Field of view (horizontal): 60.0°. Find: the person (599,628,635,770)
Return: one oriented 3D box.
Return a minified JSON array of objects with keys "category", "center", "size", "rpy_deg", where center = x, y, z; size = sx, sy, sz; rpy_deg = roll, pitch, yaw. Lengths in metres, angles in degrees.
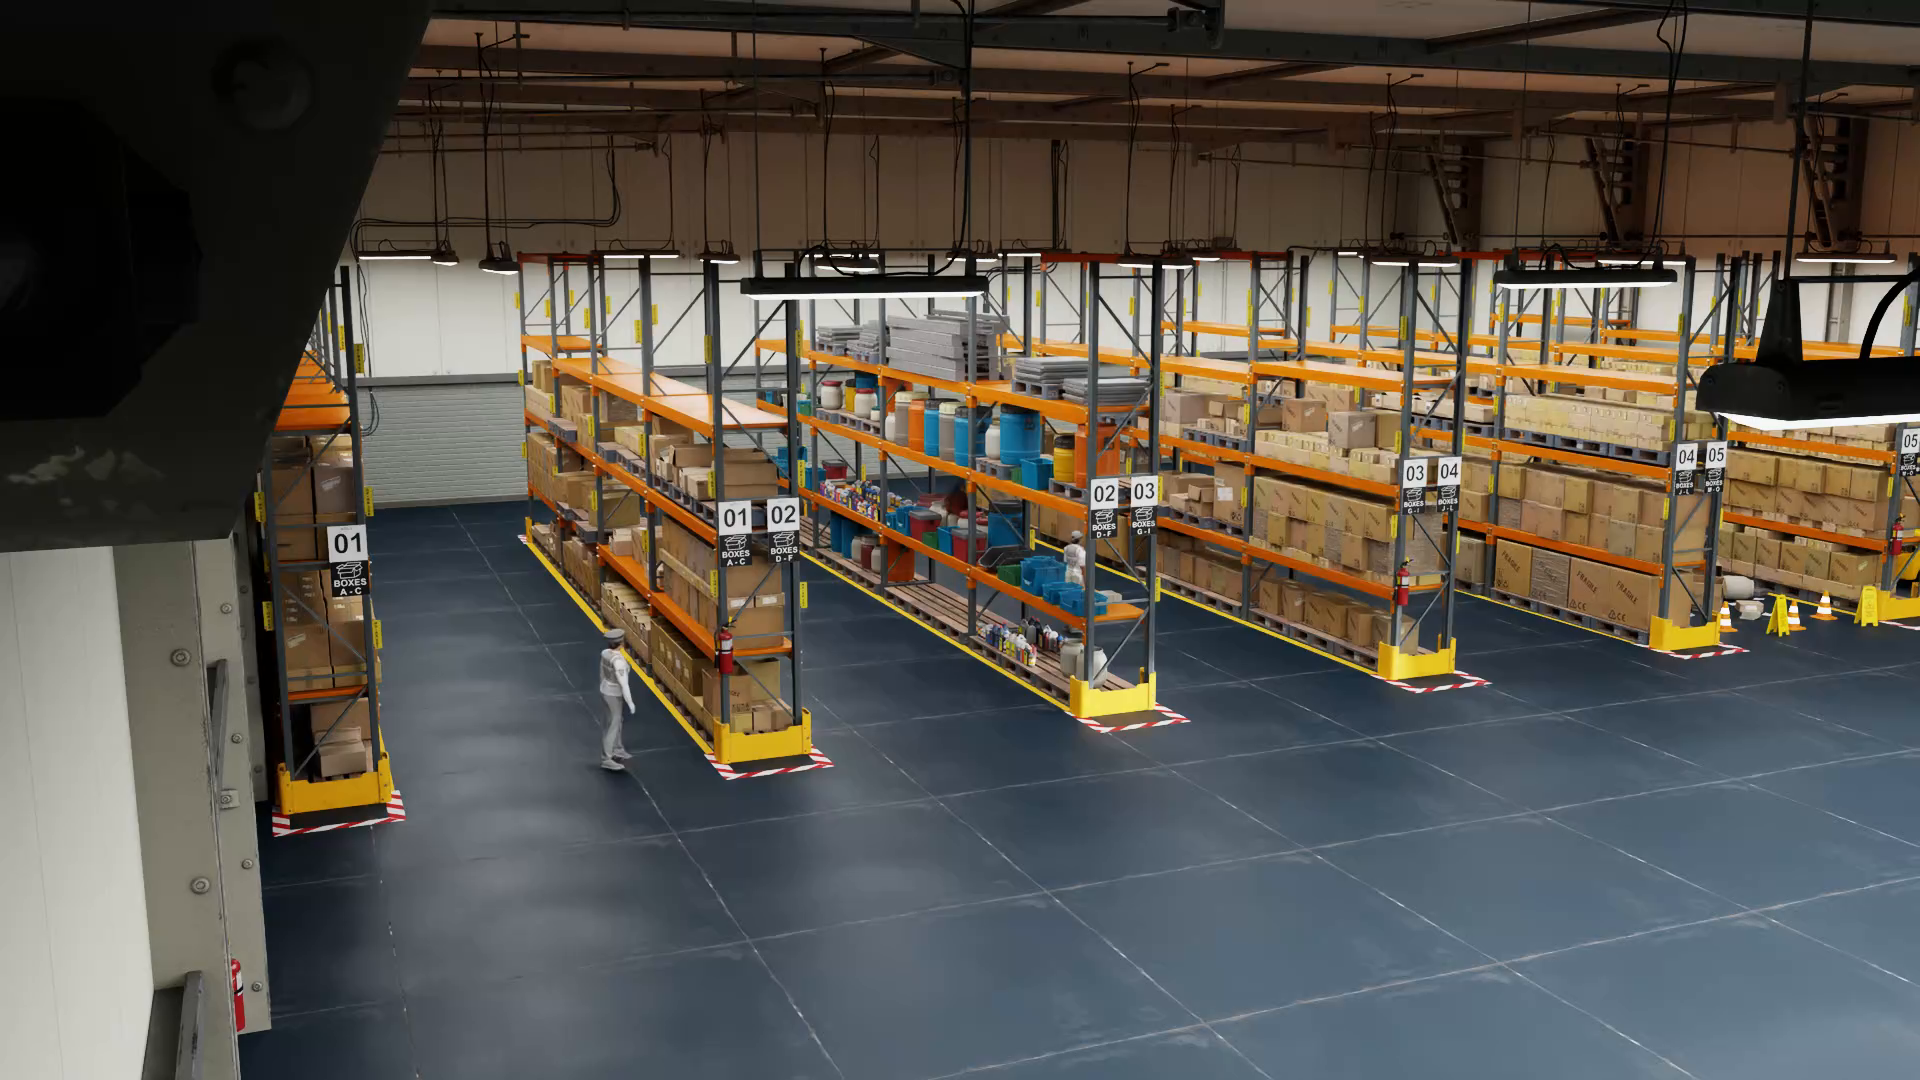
[{"category":"person","center":[-4.154,1.912,20.052],"size":[0.475,1.718,0.605],"rpy_deg":[-4,11,-22]}]

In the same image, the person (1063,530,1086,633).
[{"category":"person","center":[1.871,0.667,26.760],"size":[0.386,1.669,0.547],"rpy_deg":[-7,12,-33]}]
